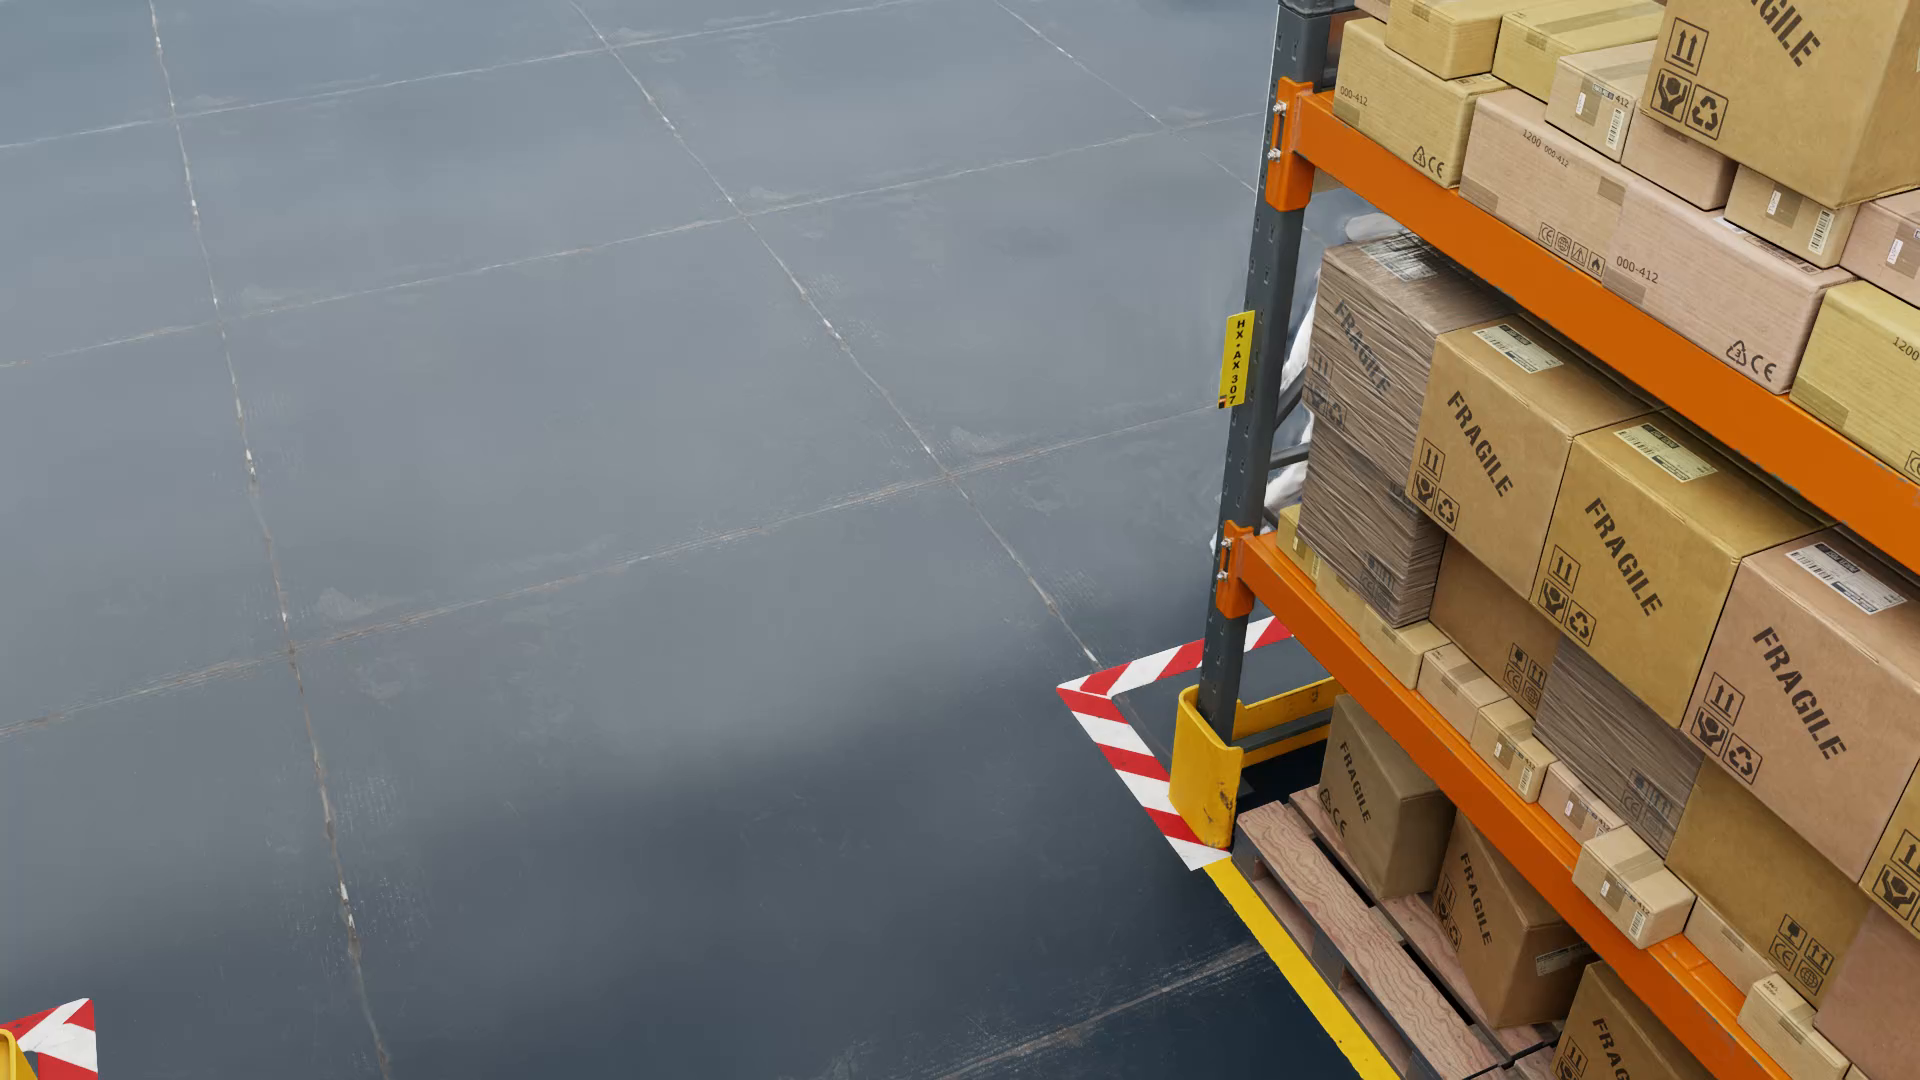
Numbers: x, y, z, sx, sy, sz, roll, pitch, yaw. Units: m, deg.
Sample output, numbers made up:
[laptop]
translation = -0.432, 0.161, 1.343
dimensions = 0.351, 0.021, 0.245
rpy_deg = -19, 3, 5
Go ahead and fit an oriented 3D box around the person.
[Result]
[person]
translation = 1.698, -0.635, 6.985
dimensions = 0.959, 1.613, 0.582
rpy_deg = -5, 38, -6
